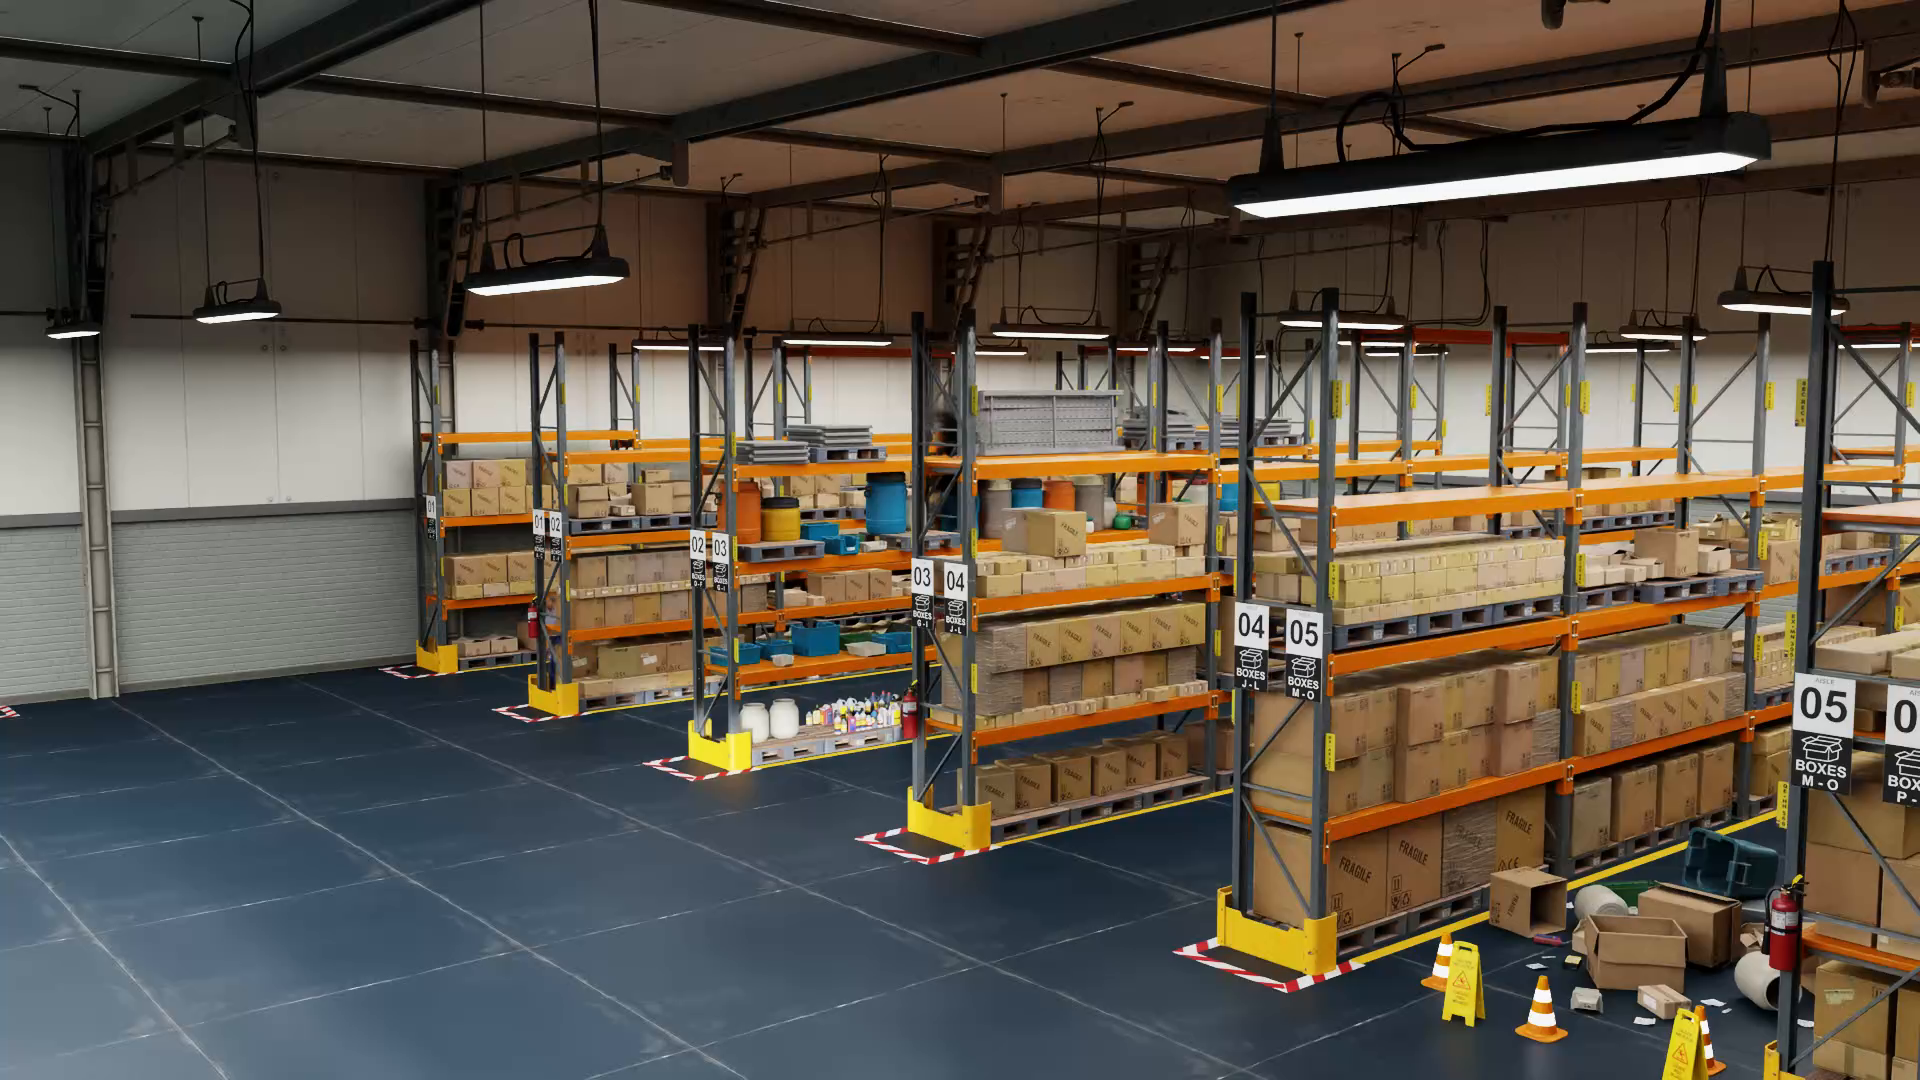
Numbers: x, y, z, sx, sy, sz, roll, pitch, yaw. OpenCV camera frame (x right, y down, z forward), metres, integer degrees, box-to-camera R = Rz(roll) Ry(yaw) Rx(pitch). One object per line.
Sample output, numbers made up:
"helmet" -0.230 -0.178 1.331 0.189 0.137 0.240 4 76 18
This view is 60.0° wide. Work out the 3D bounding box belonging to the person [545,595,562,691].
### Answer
"person" -6.847 1.737 28.391 0.604 1.643 0.940 4 7 37
